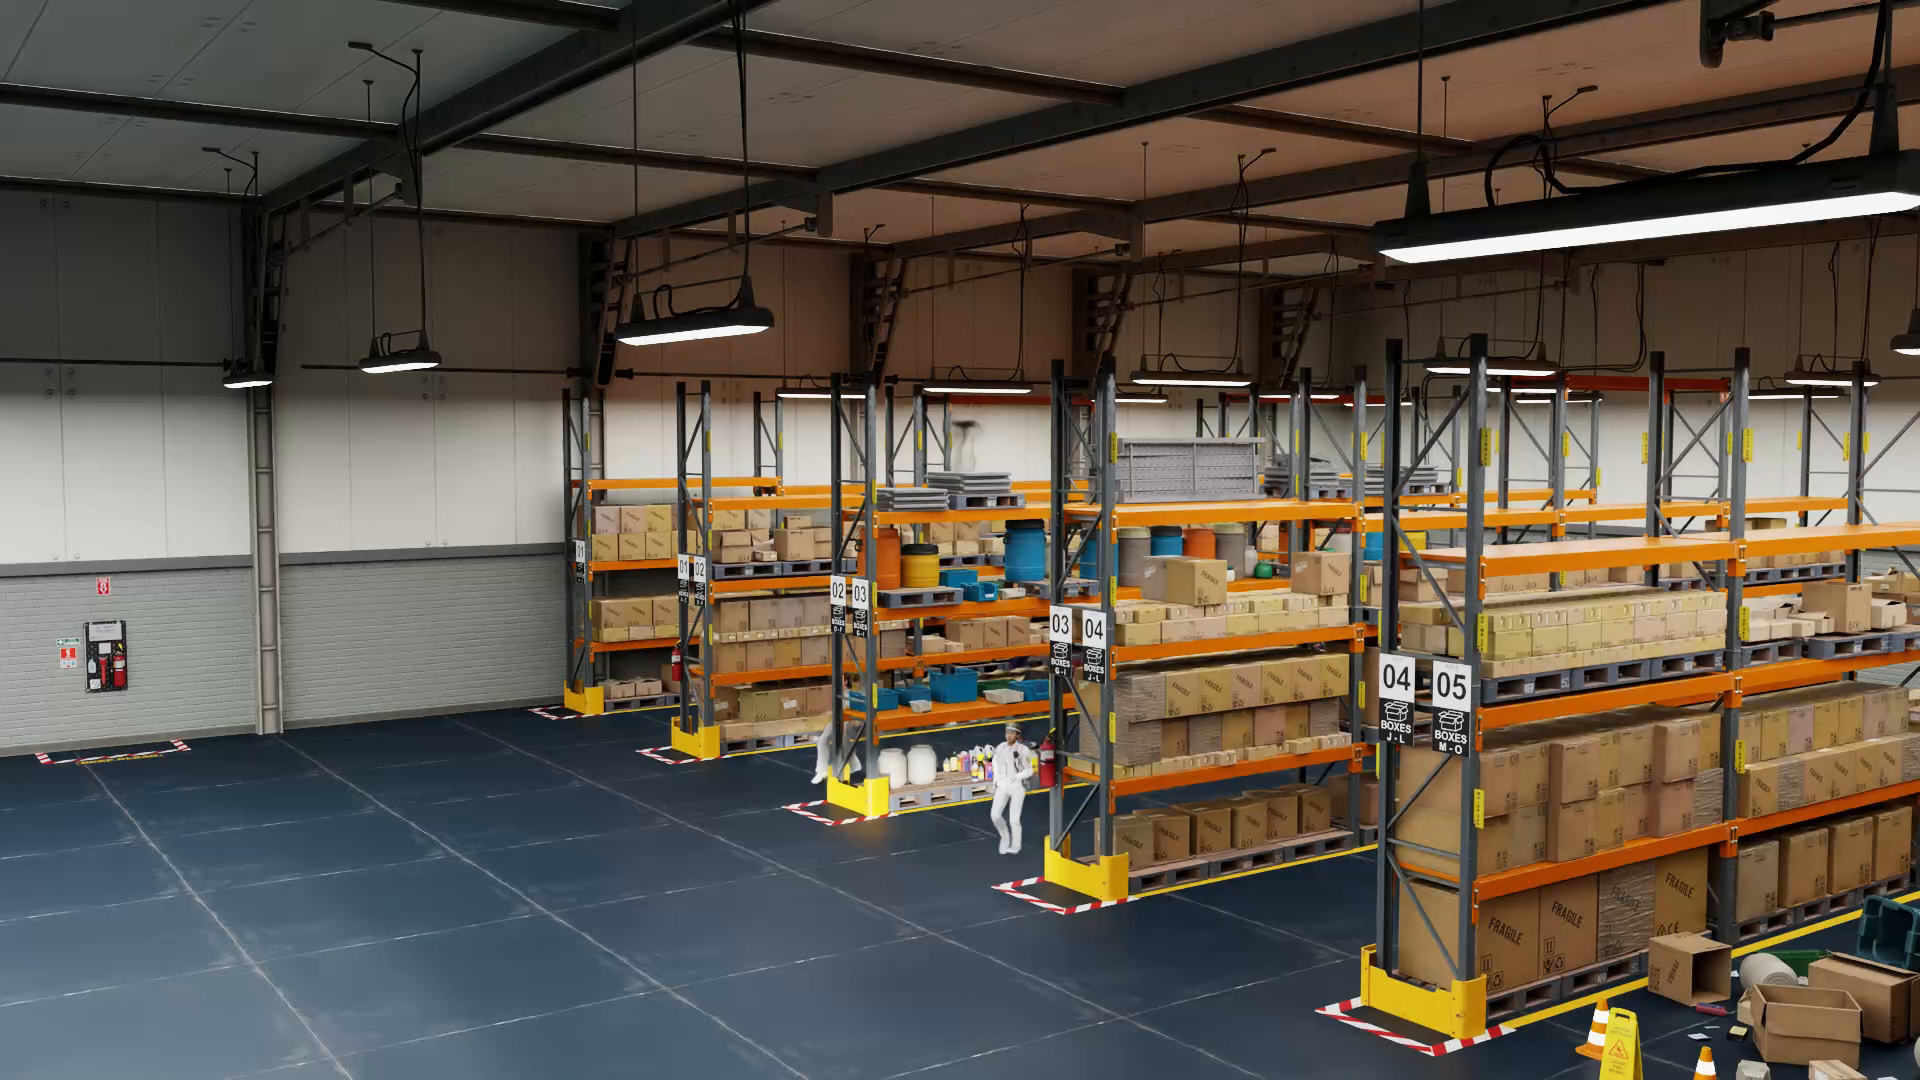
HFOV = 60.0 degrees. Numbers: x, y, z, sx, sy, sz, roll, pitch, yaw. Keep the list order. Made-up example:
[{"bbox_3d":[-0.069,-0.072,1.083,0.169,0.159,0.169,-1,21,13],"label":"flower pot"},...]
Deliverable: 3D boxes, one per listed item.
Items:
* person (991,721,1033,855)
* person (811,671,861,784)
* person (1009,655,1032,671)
[{"bbox_3d":[0.597,3.024,20.234,0.587,1.666,0.620,2,4,22],"label":"person"},{"bbox_3d":[-1.753,2.756,24.572,0.853,1.675,0.552,-3,5,-37],"label":"person"},{"bbox_3d":[1.096,2.302,32.451,0.713,1.572,0.593,-3,5,-36],"label":"person"}]
